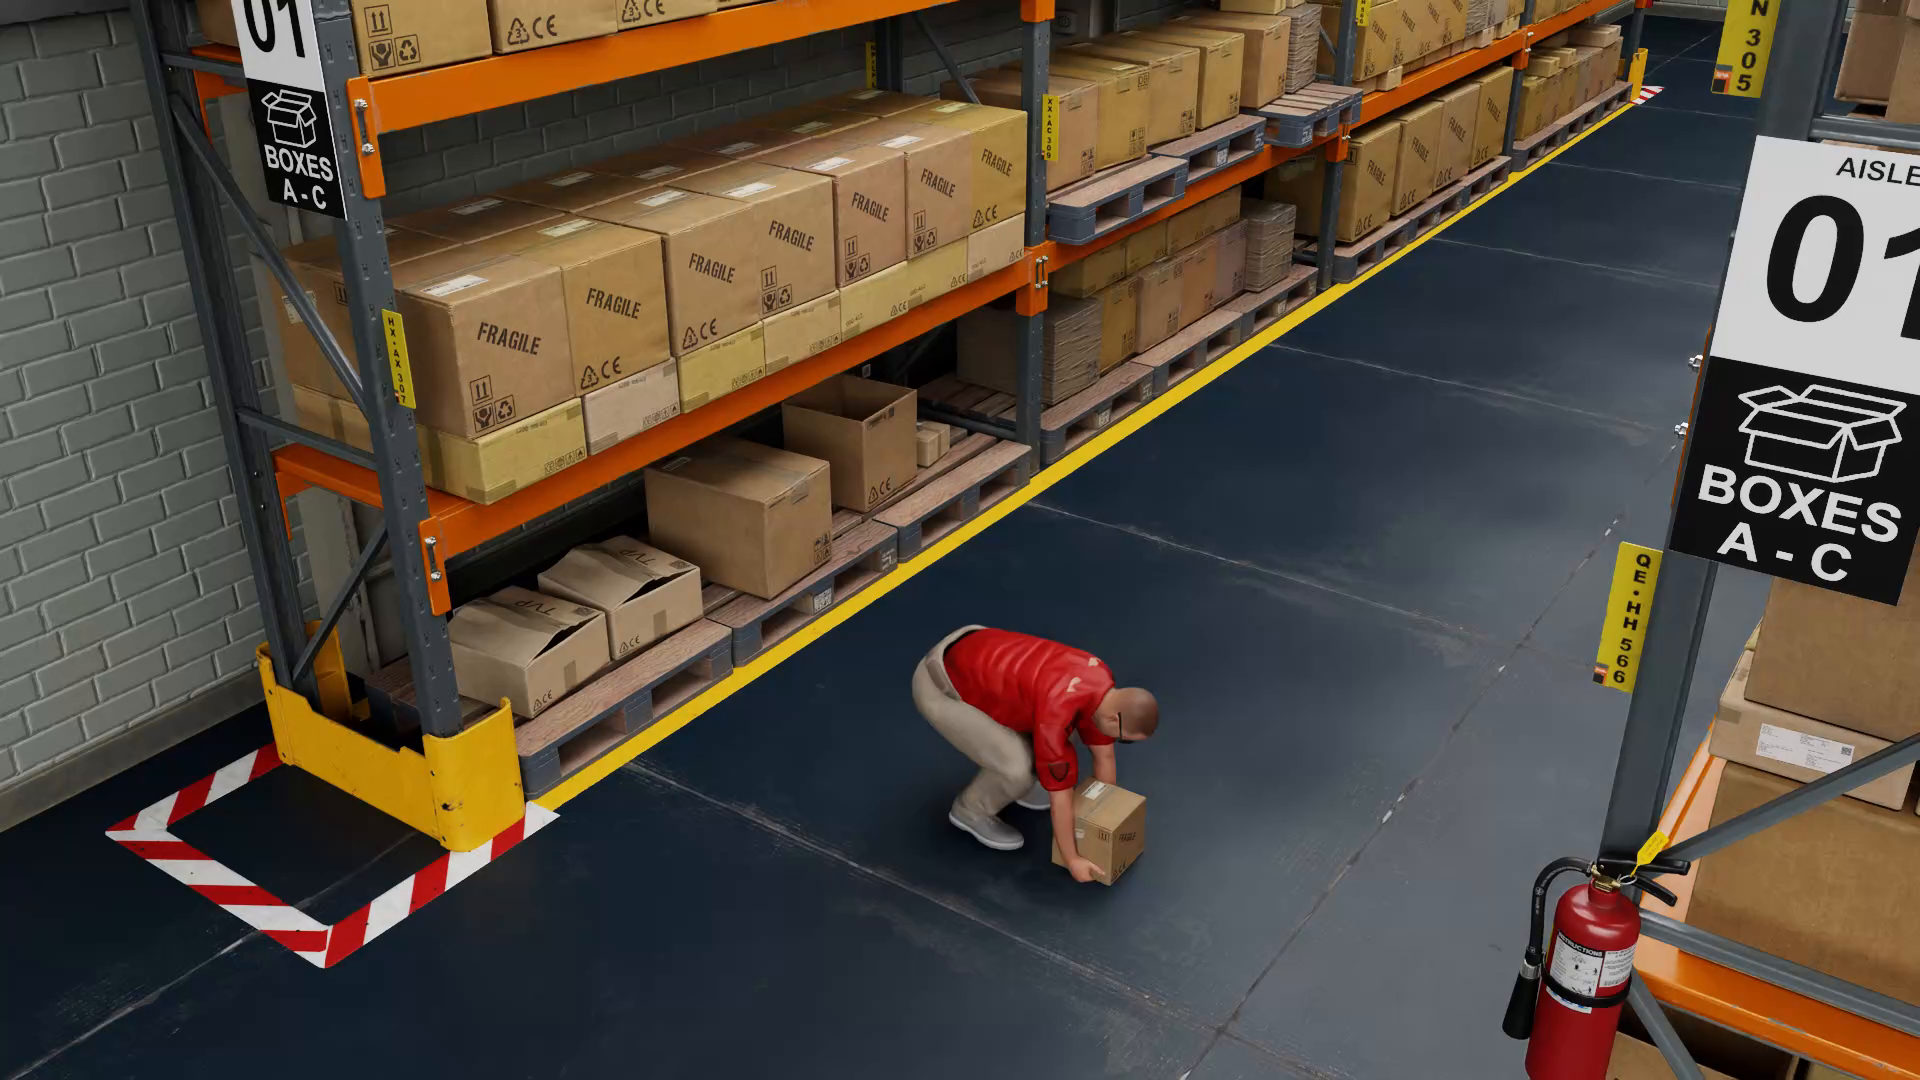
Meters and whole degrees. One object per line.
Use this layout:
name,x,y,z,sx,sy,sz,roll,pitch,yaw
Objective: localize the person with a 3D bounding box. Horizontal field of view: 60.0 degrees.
person,0.286,0.756,6.197,0.953,0.816,0.528,16,31,29
